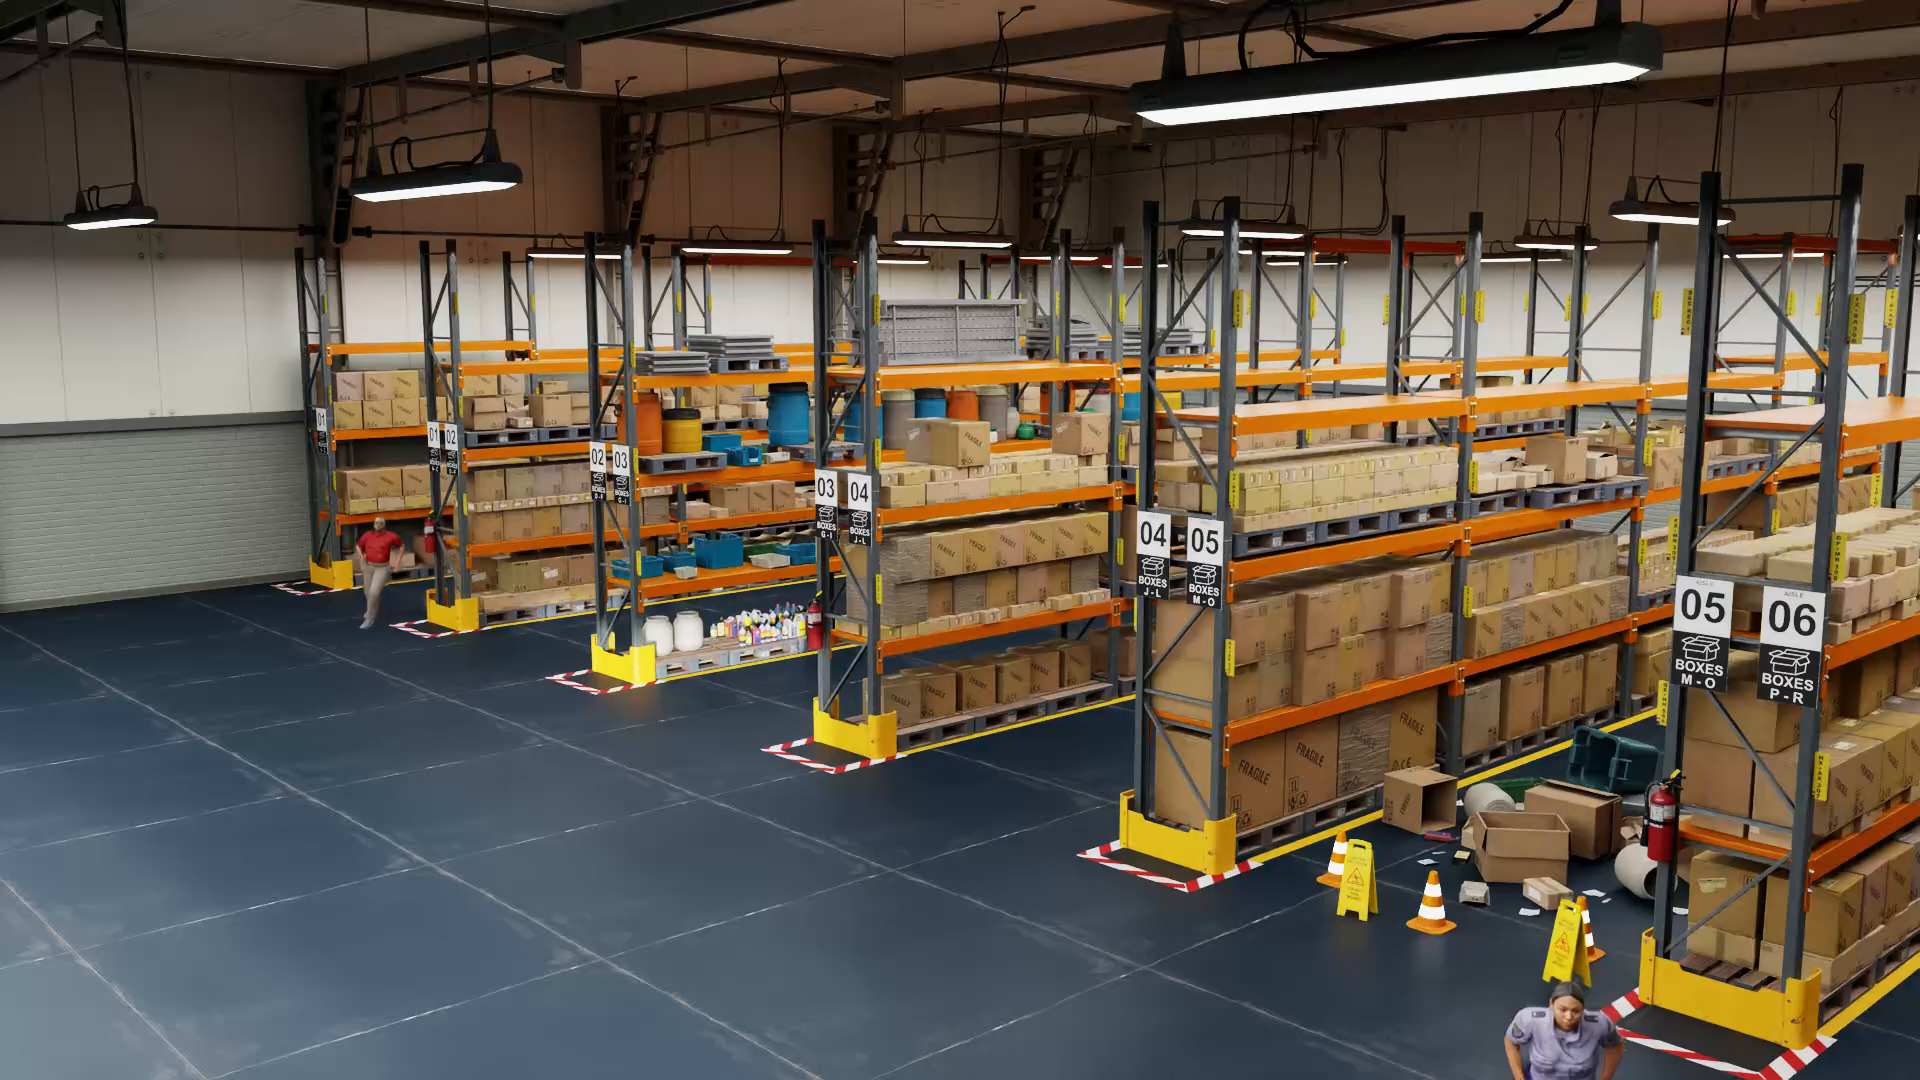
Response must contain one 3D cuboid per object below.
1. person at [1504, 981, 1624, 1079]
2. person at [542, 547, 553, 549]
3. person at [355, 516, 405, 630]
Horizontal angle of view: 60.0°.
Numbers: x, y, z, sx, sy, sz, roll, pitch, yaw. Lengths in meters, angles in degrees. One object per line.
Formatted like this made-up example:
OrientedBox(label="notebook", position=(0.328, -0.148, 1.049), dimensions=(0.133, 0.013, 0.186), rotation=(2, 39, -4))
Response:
OrientedBox(label="person", position=(3.311, 3.171, 9.225), dimensions=(0.615, 1.431, 0.897), rotation=(2, 9, 11))
OrientedBox(label="person", position=(-7.187, 0.024, 29.182), dimensions=(0.712, 1.744, 0.835), rotation=(5, 10, 32))
OrientedBox(label="person", position=(-9.193, 0.491, 26.236), dimensions=(0.739, 1.750, 0.878), rotation=(1, 8, 5))
